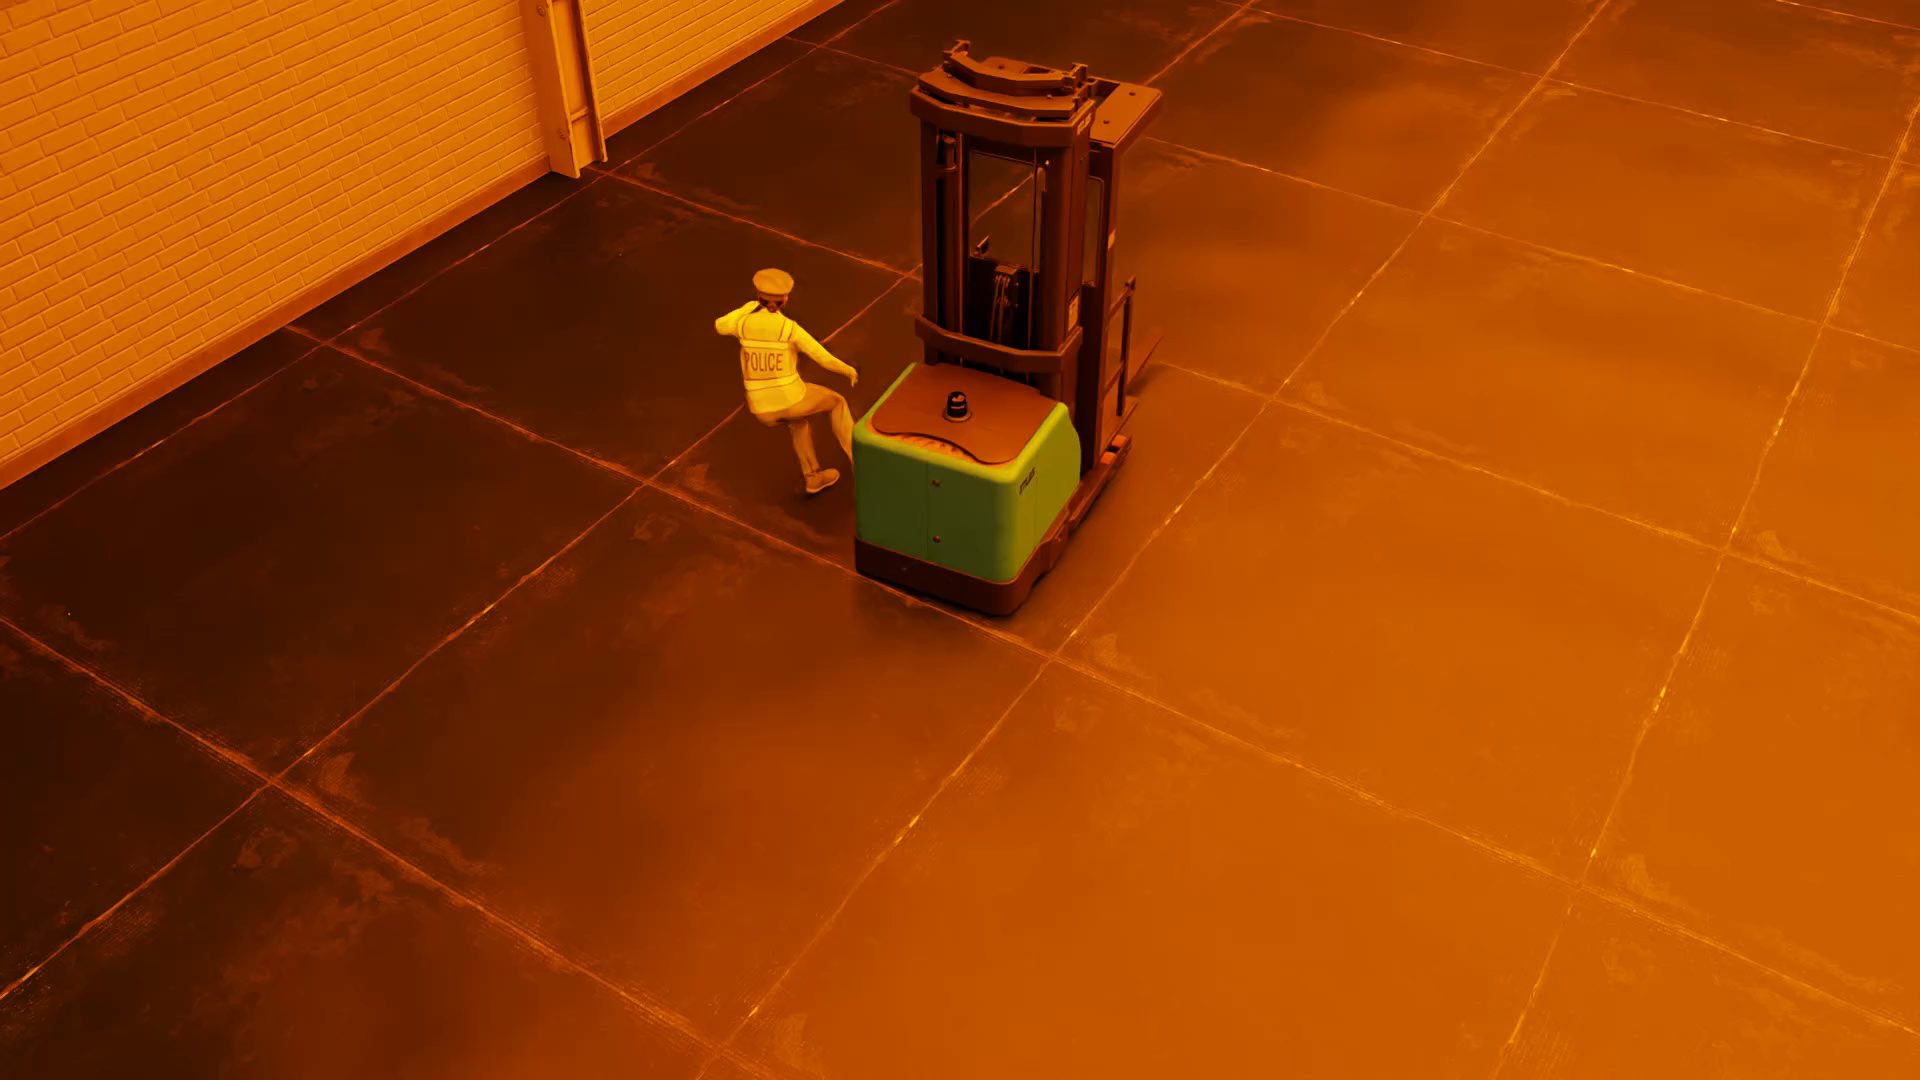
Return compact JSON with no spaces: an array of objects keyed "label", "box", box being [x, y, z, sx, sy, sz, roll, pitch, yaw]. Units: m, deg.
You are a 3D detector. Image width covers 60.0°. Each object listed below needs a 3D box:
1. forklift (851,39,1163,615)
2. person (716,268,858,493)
[{"label":"forklift","box":[0.466,-1.635,9.896,1.130,2.935,3.031,17,43,19]},{"label":"person","box":[-0.961,-1.018,10.334,1.105,1.425,0.868,3,40,4]}]
